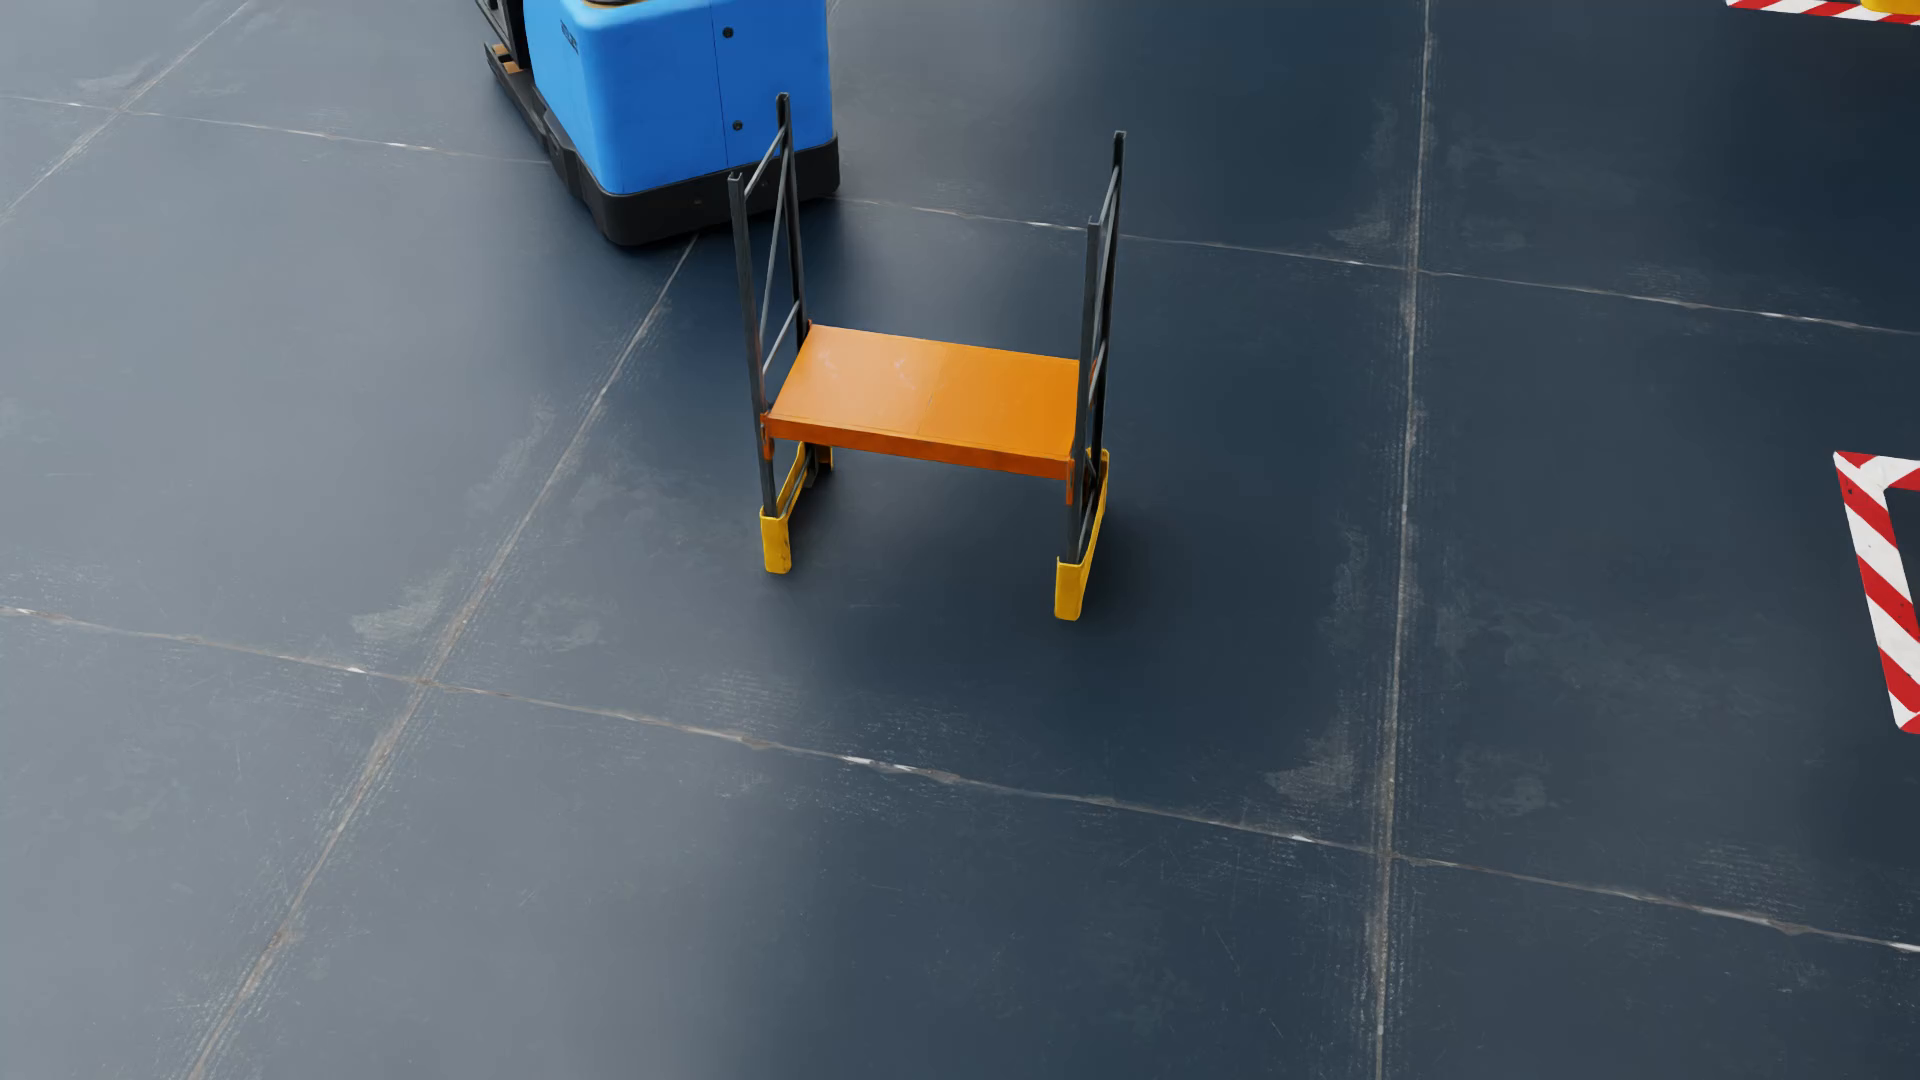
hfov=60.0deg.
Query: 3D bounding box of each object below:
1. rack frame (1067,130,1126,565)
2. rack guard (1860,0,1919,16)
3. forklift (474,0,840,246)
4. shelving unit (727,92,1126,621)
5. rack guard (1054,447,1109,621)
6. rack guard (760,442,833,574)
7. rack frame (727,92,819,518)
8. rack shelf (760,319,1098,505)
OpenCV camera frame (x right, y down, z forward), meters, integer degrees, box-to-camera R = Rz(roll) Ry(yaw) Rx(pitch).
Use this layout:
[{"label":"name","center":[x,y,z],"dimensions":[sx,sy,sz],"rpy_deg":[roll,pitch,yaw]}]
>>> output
[{"label":"rack frame","center":[0.413,-0.476,5.163],"dimensions":[0.032,1.500,0.500],"rpy_deg":[9,45,9]},{"label":"rack guard","center":[4.969,-3.284,8.802],"dimensions":[0.348,0.500,1.175],"rpy_deg":[9,45,9]},{"label":"forklift","center":[-1.640,-3.302,7.067],"dimensions":[1.130,2.935,3.031],"rpy_deg":[-19,47,-19]},{"label":"shelving unit","center":[-0.074,-0.552,5.242],"dimensions":[1.083,1.500,0.587],"rpy_deg":[9,45,9]},{"label":"rack guard","center":[0.412,-0.026,5.597],"dimensions":[0.087,0.250,0.587],"rpy_deg":[9,45,9]},{"label":"rack guard","center":[-0.560,-0.177,5.754],"dimensions":[0.087,0.250,0.587],"rpy_deg":[9,45,9]},{"label":"rack frame","center":[-0.579,-0.630,5.323],"dimensions":[0.032,1.500,0.500],"rpy_deg":[9,45,9]},{"label":"rack shelf","center":[-0.083,-0.424,5.368],"dimensions":[1.000,0.185,0.538],"rpy_deg":[9,45,9]}]
